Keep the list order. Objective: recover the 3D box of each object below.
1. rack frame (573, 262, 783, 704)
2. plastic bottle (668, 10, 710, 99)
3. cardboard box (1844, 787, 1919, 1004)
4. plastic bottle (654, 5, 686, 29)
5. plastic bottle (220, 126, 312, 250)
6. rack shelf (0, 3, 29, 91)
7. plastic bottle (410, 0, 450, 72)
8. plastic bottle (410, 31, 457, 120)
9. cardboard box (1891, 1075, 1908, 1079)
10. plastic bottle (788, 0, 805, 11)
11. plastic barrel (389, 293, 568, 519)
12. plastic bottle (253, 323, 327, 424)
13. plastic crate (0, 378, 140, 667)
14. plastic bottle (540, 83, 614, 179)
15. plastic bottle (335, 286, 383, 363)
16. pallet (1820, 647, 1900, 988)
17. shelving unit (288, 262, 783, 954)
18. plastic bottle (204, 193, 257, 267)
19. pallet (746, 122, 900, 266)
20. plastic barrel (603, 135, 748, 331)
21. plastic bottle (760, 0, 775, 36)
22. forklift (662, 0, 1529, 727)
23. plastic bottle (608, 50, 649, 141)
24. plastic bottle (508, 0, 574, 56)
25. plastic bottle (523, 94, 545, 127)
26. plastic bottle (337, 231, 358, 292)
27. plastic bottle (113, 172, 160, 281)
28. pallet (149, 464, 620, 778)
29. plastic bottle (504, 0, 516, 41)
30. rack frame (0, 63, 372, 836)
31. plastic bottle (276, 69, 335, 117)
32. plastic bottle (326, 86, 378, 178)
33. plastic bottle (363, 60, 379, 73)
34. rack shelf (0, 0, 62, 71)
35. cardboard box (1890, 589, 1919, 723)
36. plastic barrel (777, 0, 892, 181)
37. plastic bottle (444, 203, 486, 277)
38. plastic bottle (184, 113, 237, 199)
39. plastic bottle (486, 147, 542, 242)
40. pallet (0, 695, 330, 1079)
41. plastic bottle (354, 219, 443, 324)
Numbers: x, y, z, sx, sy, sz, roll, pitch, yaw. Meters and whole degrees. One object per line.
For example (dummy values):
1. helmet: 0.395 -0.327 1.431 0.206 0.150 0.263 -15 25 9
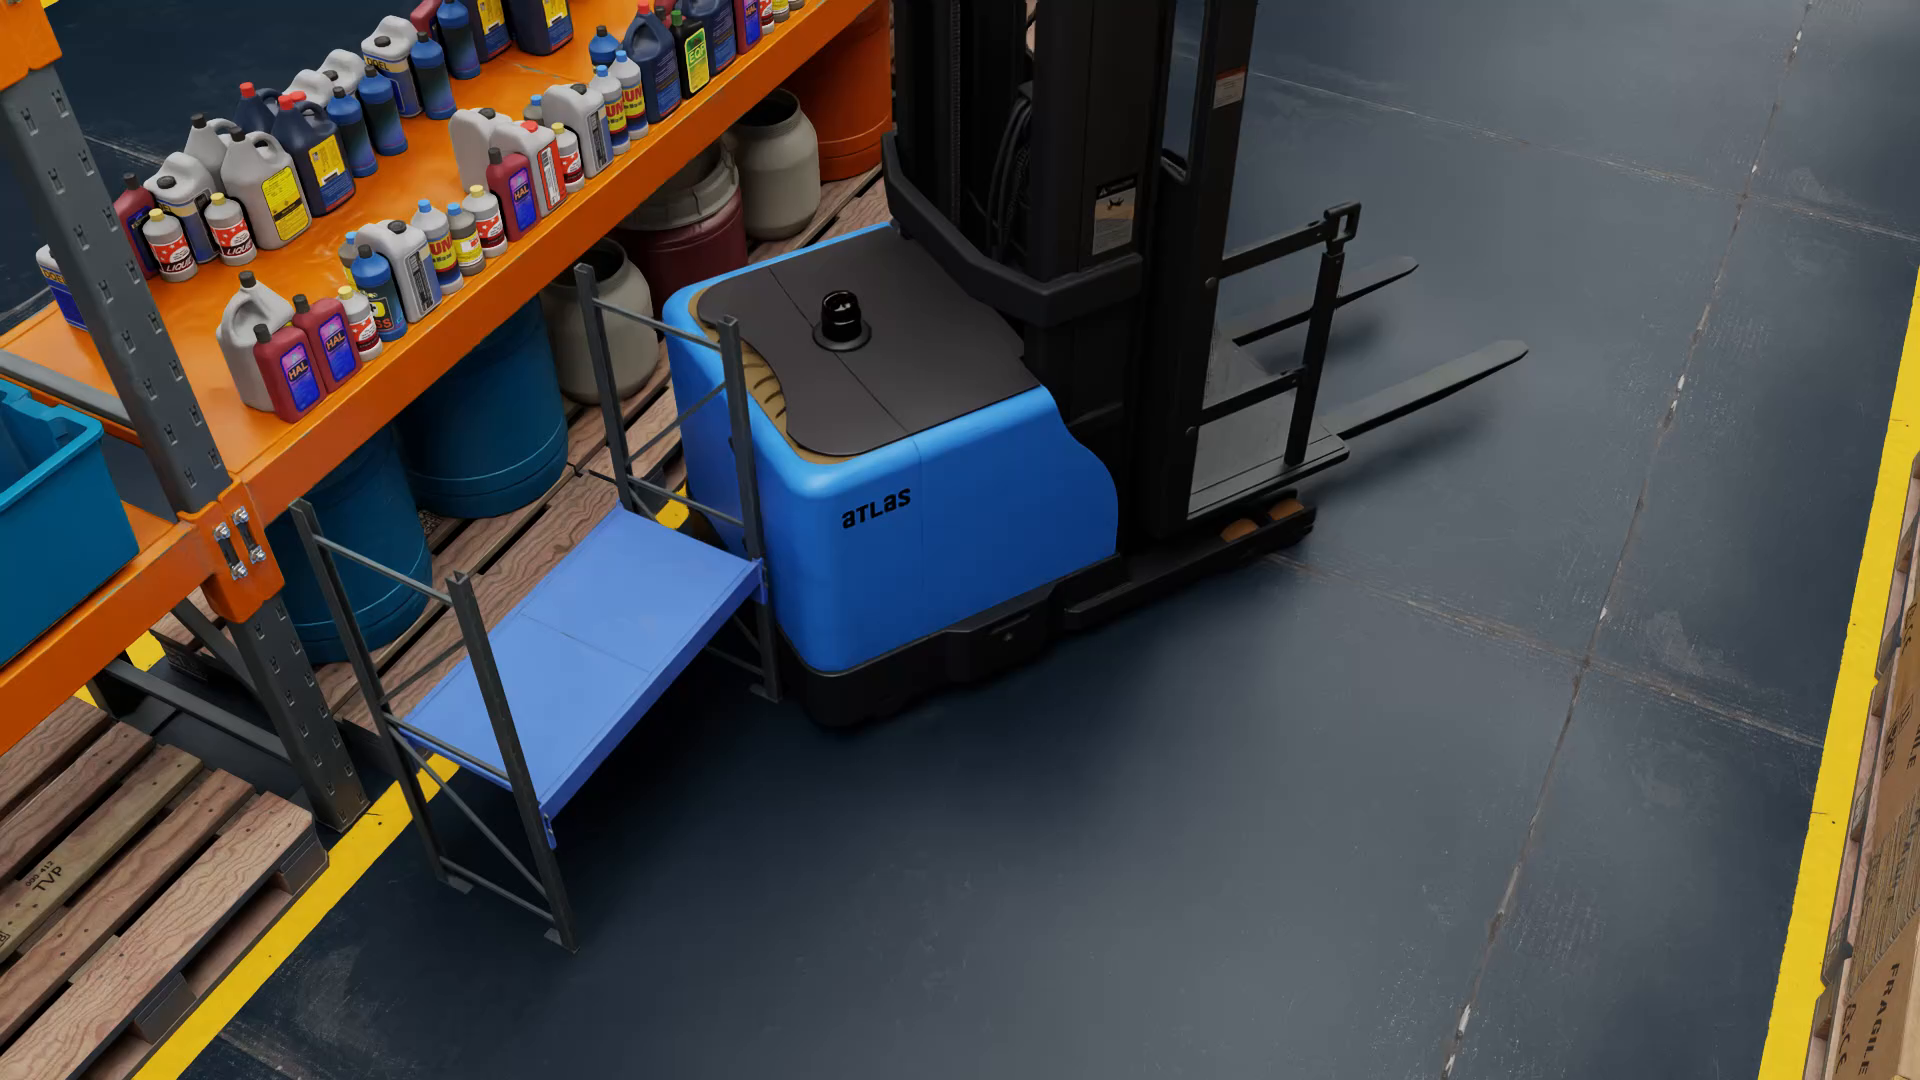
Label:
1. rack frame: -0.785 -0.106 4.800 0.500 1.500 0.032 22 49 20
2. plastic bottle: -0.860 -1.552 5.257 0.061 0.283 0.133 20 49 19
3. cardboard box: 2.602 0.943 4.158 0.500 0.500 0.500 21 49 20
4. plastic bottle: -0.914 -1.572 5.277 0.061 0.283 0.133 20 49 19
5. plastic bottle: -1.965 -1.011 4.675 0.144 0.351 0.185 20 49 19
6. rack shelf: -3.158 0.069 1.970 1.077 0.370 4.000 20 49 19
7. plastic bottle: -1.692 -1.643 5.347 0.061 0.283 0.133 20 49 19
8. plastic bottle: -1.640 -1.448 5.163 0.097 0.271 0.097 0 45 0
9. cardboard box: 2.132 1.567 3.540 0.500 0.500 0.500 20 49 19
10. plastic bottle: -0.585 -1.925 5.683 0.097 0.201 0.097 0 45 0
11. plastic barrel: -1.633 -0.582 5.397 0.600 0.901 0.708 20 49 19
12. plastic bottle: -1.681 -0.438 4.156 0.061 0.283 0.133 20 49 19
13. plastic crate: -2.144 0.002 3.608 0.392 0.384 0.575 20 49 19
14. plastic bottle: -1.139 -1.241 4.955 0.152 0.276 0.135 20 49 19
15. plastic bottle: -1.582 -0.572 4.346 0.097 0.201 0.097 0 45 0
16. pallet: 3.066 0.932 4.680 1.003 0.211 1.213 20 49 19
17. shelving unit: -1.032 0.210 4.488 0.538 1.500 1.048 22 49 20
18. plastic bottle: -2.044 -0.875 4.646 0.097 0.201 0.097 0 45 0
19. pallet: -0.701 -1.418 7.004 1.003 0.211 1.213 20 49 19
20. plastic barrel: -1.109 -1.184 6.211 0.600 0.588 0.708 20 49 19
21. plastic bottle: -0.675 -1.802 5.562 0.097 0.201 0.097 0 45 0
22. forklift: 0.627 -1.244 4.919 3.031 2.935 1.130 -22 49 -21
23. plastic bottle: -1.016 -1.365 5.080 0.097 0.271 0.097 0 45 0
24. plastic bottle: -1.384 -1.788 5.442 0.144 0.351 0.185 20 49 19
25. plastic bottle: -1.258 -1.244 5.010 0.097 0.201 0.097 0 45 0
26. plastic bottle: -1.626 -0.745 4.517 0.097 0.201 0.097 0 45 0
27. plastic bottle: -2.265 -0.864 4.577 0.061 0.283 0.133 20 49 19
28. pallet: -1.834 0.119 5.484 1.003 0.211 1.213 20 49 19
29. plastic bottle: -1.503 -1.826 5.533 0.152 0.276 0.135 20 49 19
30. rack frame: -2.229 -0.389 4.026 1.000 3.000 0.127 20 49 19
31. plastic bottle: -1.929 -1.249 4.962 0.152 0.276 0.135 20 49 19
32. plastic bottle: -1.810 -1.217 4.935 0.097 0.271 0.097 0 45 0
33. plastic bottle: -1.837 -1.389 5.154 0.097 0.201 0.097 0 45 0
34. rack shelf: -1.301 -2.451 4.460 1.077 0.370 4.000 20 49 19
35. cardboard box: 3.074 0.291 4.802 0.500 0.500 0.500 20 49 19
36. plastic barrel: -0.584 -1.980 6.829 0.600 0.830 0.708 20 49 19
37. plastic bottle: -1.384 -0.841 4.612 0.097 0.201 0.097 0 45 0
38. plastic bottle: -2.092 -1.059 4.722 0.144 0.351 0.185 20 49 19
39. plastic bottle: -1.269 -0.998 4.709 0.061 0.283 0.133 20 49 19
40. pallet: -2.536 1.067 4.547 1.003 0.211 1.213 20 49 19
41. plastic bottle: -1.507 -0.742 4.462 0.152 0.276 0.135 20 49 19
